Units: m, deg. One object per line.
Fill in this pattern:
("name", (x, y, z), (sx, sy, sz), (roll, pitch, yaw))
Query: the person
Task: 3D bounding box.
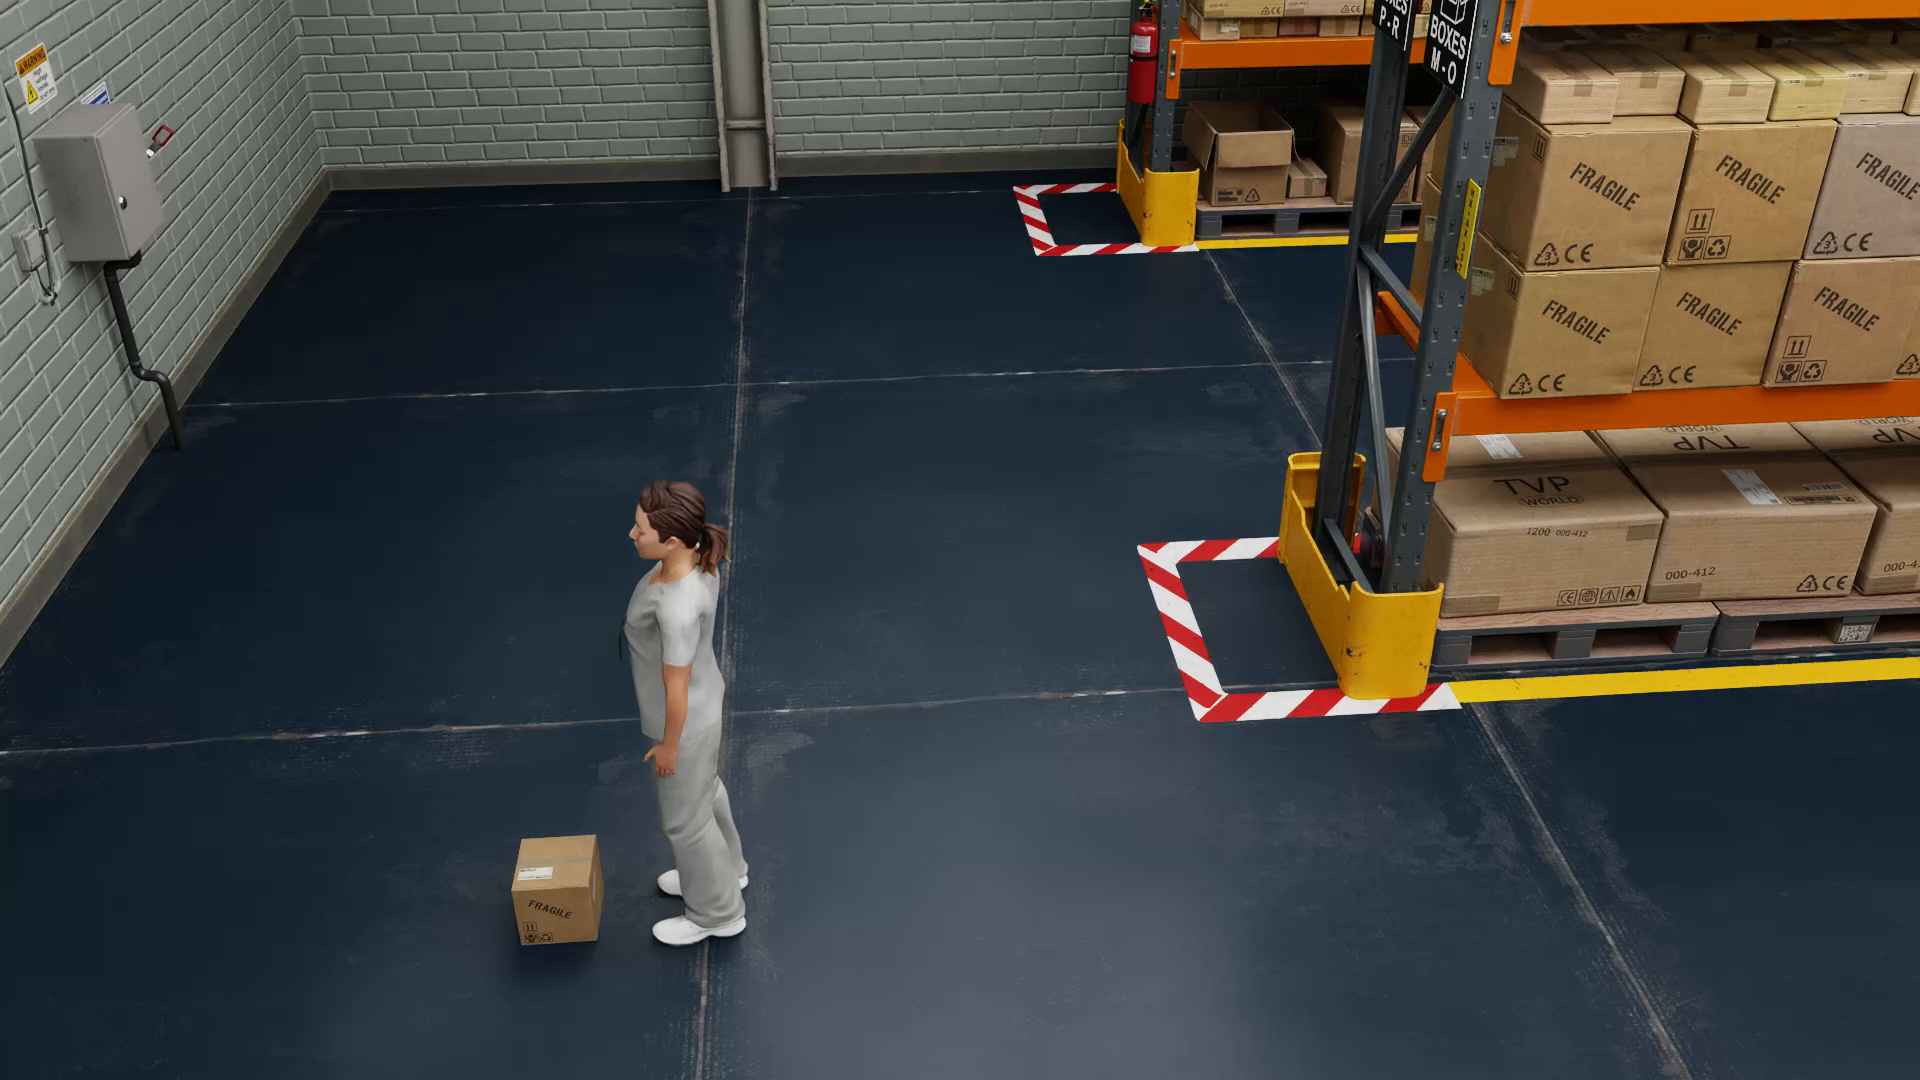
("person", (-0.856, 0.552, 5.232), (0.359, 1.668, 0.436), (-2, 31, -3))
